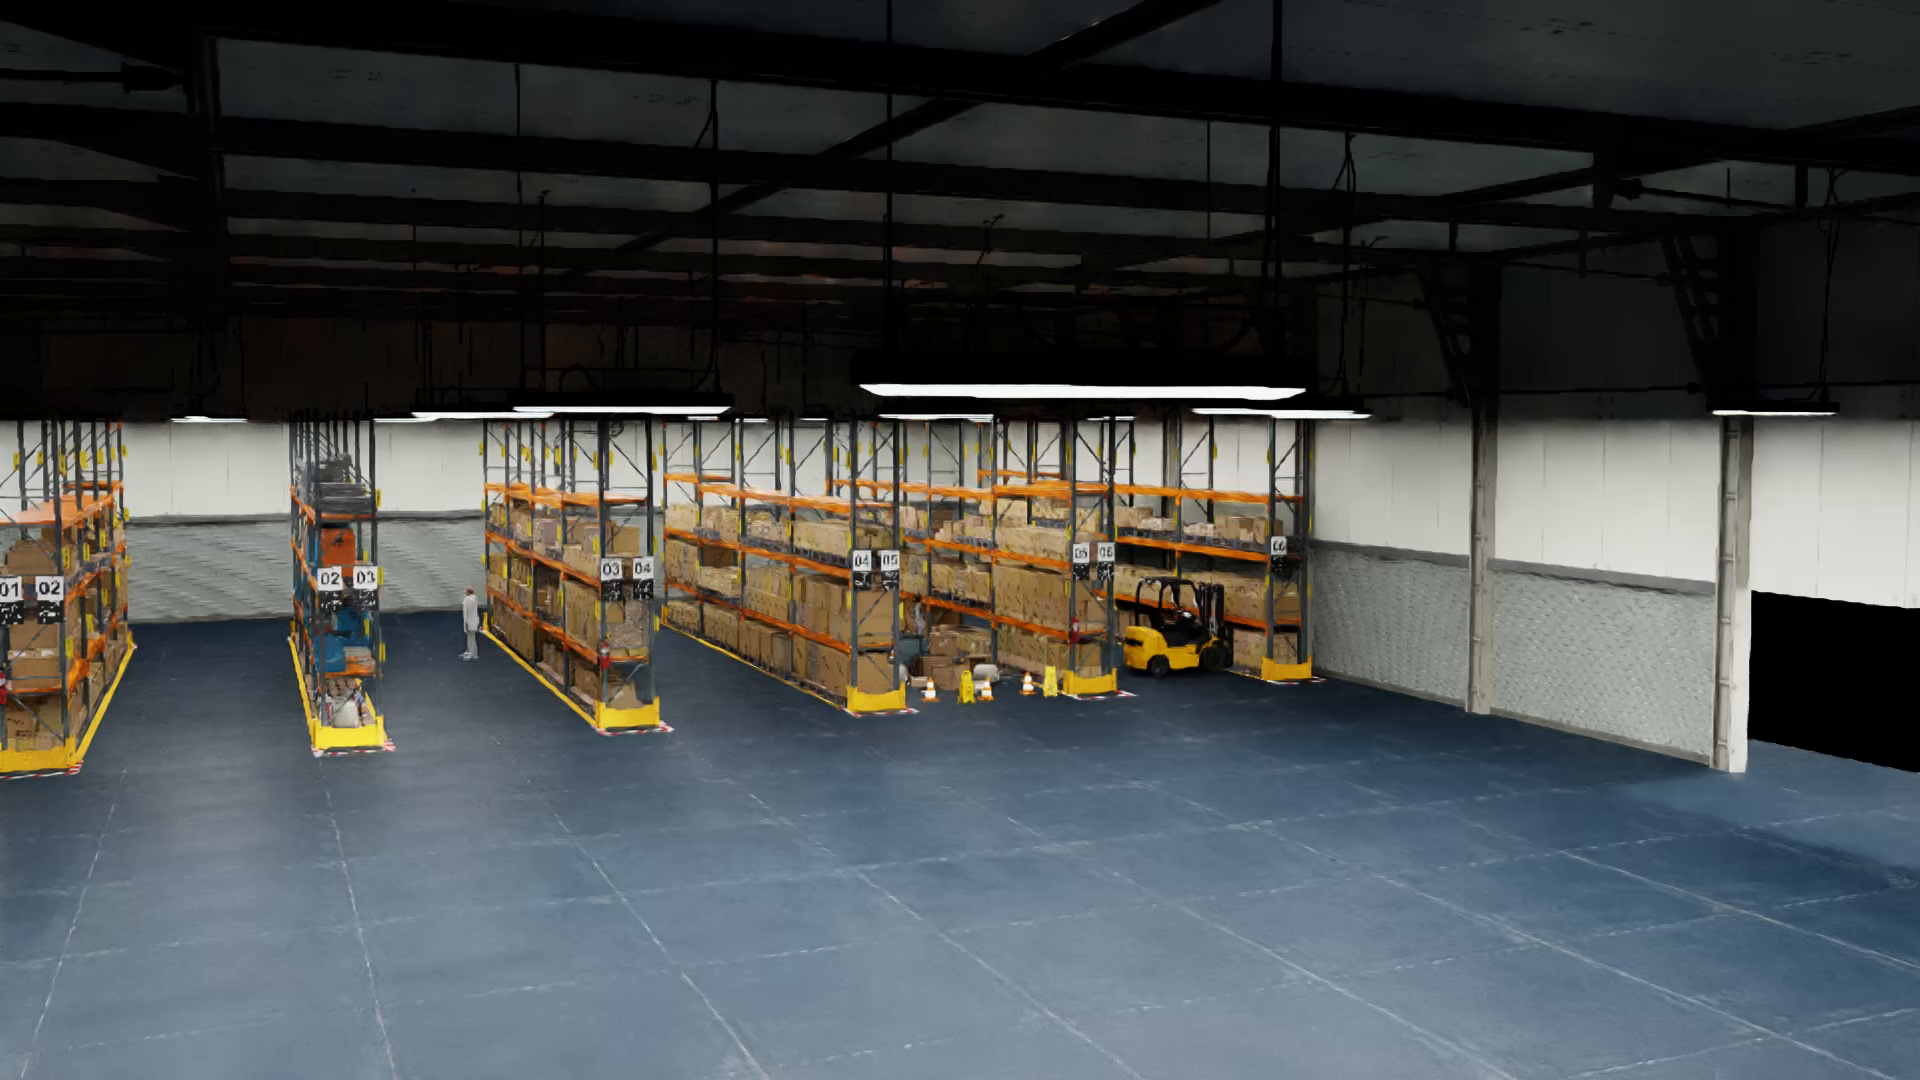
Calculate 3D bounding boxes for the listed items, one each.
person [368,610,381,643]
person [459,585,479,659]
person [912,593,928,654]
[{"bbox_3d":[-14.930,1.980,41.854,0.756,1.615,0.578,4,6,43],"label":"person"},{"bbox_3d":[-11.941,1.995,40.397,0.550,1.773,0.636,0,4,5],"label":"person"},{"bbox_3d":[-1.031,2.079,40.481,0.532,1.588,0.535,0,4,2],"label":"person"}]
